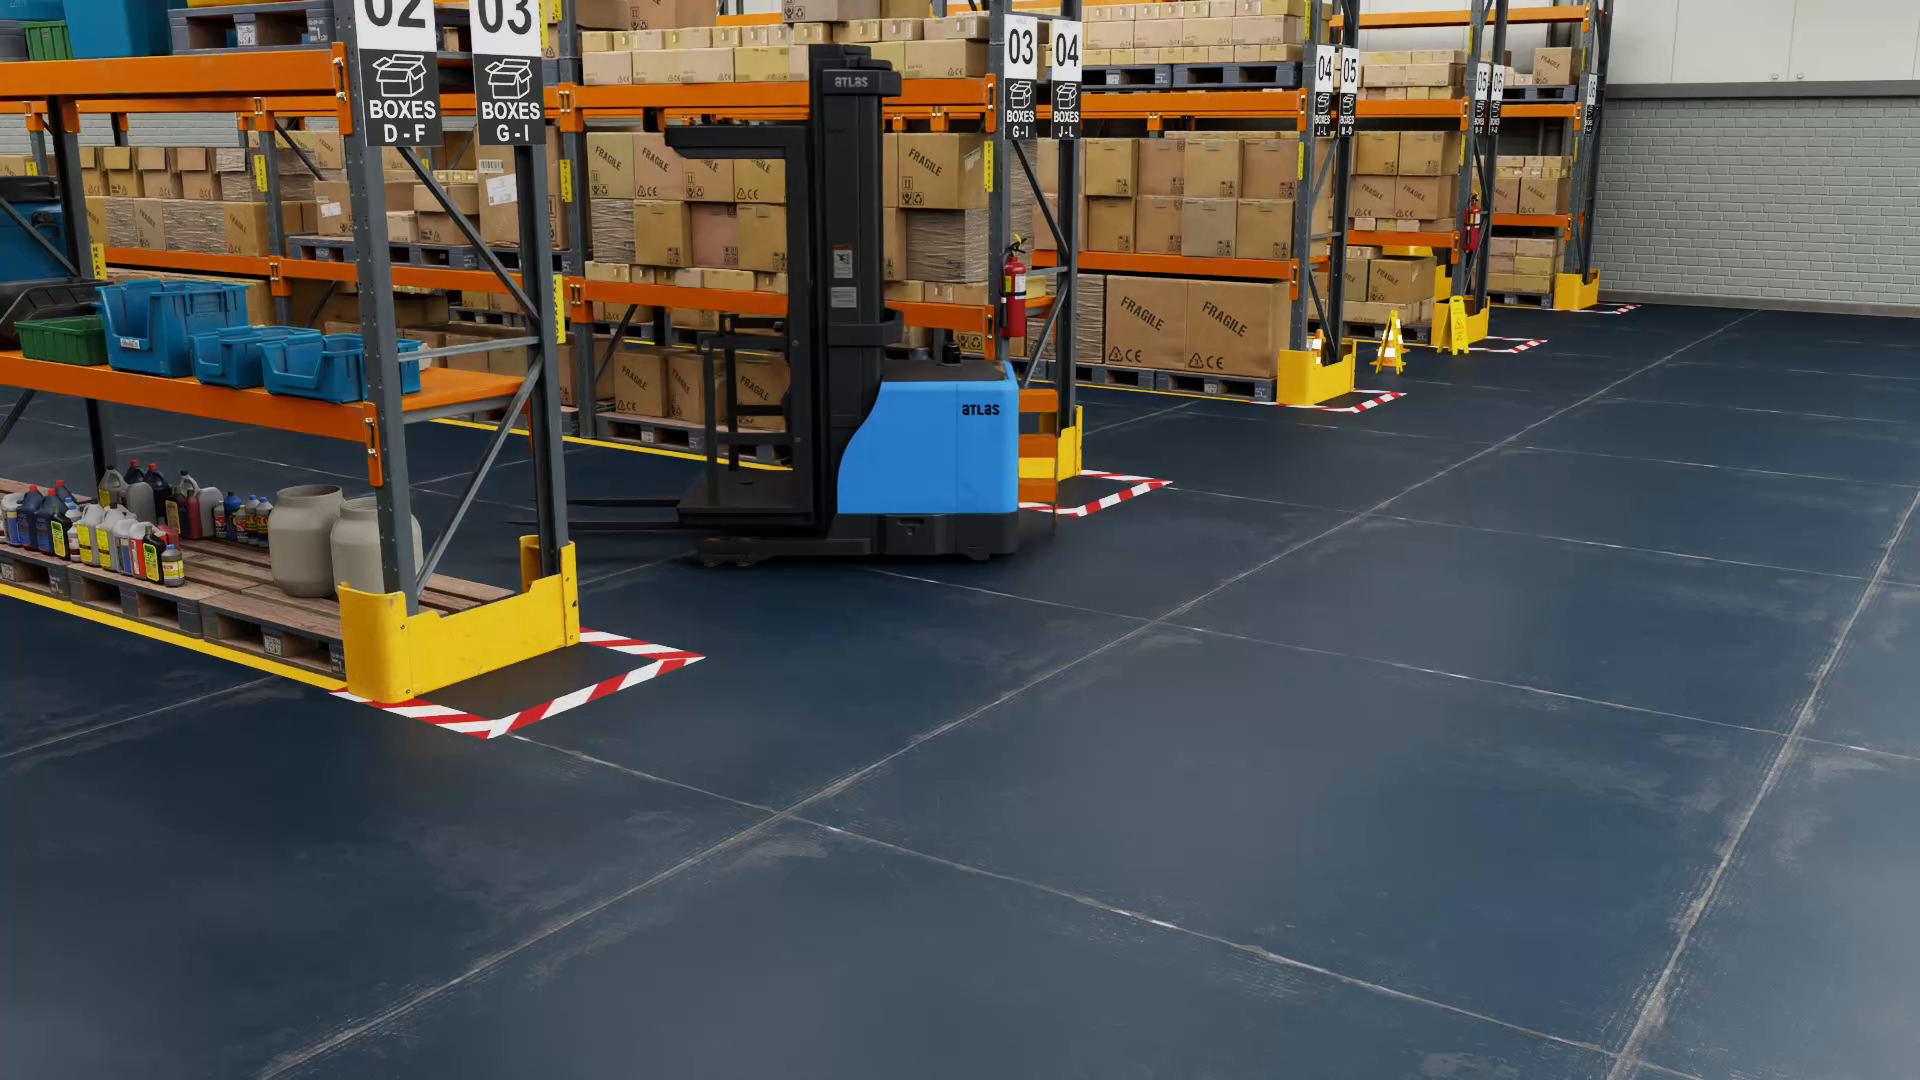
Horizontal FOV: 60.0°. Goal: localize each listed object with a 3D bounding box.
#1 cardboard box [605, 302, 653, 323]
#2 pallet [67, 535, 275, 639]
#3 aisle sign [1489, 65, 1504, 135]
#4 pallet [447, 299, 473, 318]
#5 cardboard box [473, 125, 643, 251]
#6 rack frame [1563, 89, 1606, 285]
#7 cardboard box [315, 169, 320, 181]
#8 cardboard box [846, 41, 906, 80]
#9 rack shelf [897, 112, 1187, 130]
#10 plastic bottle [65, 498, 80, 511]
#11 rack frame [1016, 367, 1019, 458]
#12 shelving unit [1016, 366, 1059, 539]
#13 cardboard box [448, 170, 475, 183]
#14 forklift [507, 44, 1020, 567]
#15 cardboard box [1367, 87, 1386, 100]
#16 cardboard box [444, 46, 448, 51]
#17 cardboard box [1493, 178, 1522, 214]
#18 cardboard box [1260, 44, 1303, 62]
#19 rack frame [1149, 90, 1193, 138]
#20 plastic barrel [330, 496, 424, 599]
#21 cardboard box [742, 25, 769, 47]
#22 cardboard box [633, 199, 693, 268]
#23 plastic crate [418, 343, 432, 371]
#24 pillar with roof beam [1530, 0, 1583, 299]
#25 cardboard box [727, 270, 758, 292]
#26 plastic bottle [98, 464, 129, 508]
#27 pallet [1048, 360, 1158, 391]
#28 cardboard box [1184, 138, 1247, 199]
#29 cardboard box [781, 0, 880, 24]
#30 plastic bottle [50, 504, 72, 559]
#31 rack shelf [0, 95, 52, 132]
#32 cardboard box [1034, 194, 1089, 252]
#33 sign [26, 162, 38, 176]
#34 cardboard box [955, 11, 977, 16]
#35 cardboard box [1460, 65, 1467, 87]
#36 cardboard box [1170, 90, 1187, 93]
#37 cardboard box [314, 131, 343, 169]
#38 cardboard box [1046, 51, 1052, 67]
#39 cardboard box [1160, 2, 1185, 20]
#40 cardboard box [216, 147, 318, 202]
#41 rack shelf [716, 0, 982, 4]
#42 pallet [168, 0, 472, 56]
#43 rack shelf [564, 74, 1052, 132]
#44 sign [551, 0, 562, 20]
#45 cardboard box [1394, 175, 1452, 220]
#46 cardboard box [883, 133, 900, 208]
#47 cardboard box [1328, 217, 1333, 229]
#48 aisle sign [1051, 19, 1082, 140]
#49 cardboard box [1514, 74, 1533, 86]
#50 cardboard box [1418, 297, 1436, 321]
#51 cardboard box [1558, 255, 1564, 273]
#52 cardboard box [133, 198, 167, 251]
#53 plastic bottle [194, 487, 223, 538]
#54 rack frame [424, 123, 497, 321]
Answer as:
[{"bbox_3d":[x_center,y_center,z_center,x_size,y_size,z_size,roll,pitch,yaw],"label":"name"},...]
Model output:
[{"bbox_3d":[-3.962,-2.924,20.219,0.500,0.500,0.500,9,17,33],"label":"cardboard box"},{"bbox_3d":[-4.017,0.218,9.004,1.213,0.211,1.003,9,17,33],"label":"pallet"},{"bbox_3d":[6.271,-5.140,19.435,0.004,0.787,0.394,9,17,33],"label":"aisle sign"},{"bbox_3d":[-7.167,-3.163,22.661,1.213,0.211,1.003,9,17,33],"label":"pallet"},{"bbox_3d":[-3.385,-3.015,14.136,1.000,1.000,1.000,9,17,33],"label":"cardboard box"},{"bbox_3d":[8.814,-4.815,23.531,0.127,3.000,1.000,9,17,33],"label":"rack frame"},{"bbox_3d":[-8.833,-4.913,23.099,0.500,0.500,0.500,9,17,34],"label":"cardboard box"},{"bbox_3d":[-0.442,-3.312,11.531,0.500,0.250,0.500,9,17,33],"label":"cardboard box"},{"bbox_3d":[1.068,-5.736,22.507,4.000,0.370,1.077,9,17,33],"label":"rack shelf"},{"bbox_3d":[-4.942,-0.100,9.249,0.097,0.271,0.097,0,14,0],"label":"plastic bottle"},{"bbox_3d":[0.354,-0.539,10.318,0.008,1.050,0.200,0,14,-1],"label":"rack frame"},{"bbox_3d":[0.476,-0.540,10.319,0.252,1.050,0.215,0,14,-1],"label":"shelving unit"},{"bbox_3d":[-6.285,-4.623,21.168,0.250,0.149,0.380,10,17,34],"label":"cardboard box"},{"bbox_3d":[-1.169,-1.395,9.861,3.031,2.935,1.130,0,14,-1],"label":"forklift"},{"bbox_3d":[4.995,-5.267,19.639,0.250,0.149,0.380,9,17,33],"label":"cardboard box"},{"bbox_3d":[-4.415,-4.163,14.268,0.250,0.166,0.380,9,16,31],"label":"cardboard box"},{"bbox_3d":[7.833,-4.948,23.863,0.500,0.500,0.500,10,17,35],"label":"cardboard box"},{"bbox_3d":[2.903,-4.388,15.004,0.250,0.149,0.380,9,17,33],"label":"cardboard box"},{"bbox_3d":[2.727,-4.361,21.698,0.127,3.000,1.000,9,17,33],"label":"rack frame"},{"bbox_3d":[-2.837,0.070,8.103,0.421,0.512,0.421,0,14,0],"label":"plastic barrel"},{"bbox_3d":[-1.370,-3.662,12.113,0.250,0.149,0.380,10,17,34],"label":"cardboard box"},{"bbox_3d":[-2.069,-2.431,13.075,0.500,0.500,0.875,9,17,33],"label":"cardboard box"},{"bbox_3d":[-2.812,-0.917,8.335,0.250,0.136,0.298,9,17,33],"label":"plastic crate"},{"bbox_3d":[6.336,-7.142,20.446,0.400,9.000,9.100,9,17,33],"label":"pillar with roof beam"},{"bbox_3d":[-1.541,-1.976,12.585,0.250,0.149,0.380,9,17,33],"label":"cardboard box"},{"bbox_3d":[-4.953,-0.268,9.759,0.185,0.351,0.144,9,17,33],"label":"plastic bottle"},{"bbox_3d":[1.652,-1.726,16.856,1.213,0.211,1.003,9,17,33],"label":"pallet"},{"bbox_3d":[2.574,-3.534,15.797,0.550,0.550,0.875,9,17,33],"label":"cardboard box"},{"bbox_3d":[-0.912,-3.898,11.716,0.500,0.500,0.500,9,17,33],"label":"cardboard box"},{"bbox_3d":[-4.859,-0.046,9.003,0.133,0.283,0.061,10,17,35],"label":"plastic bottle"},{"bbox_3d":[-7.227,-2.773,10.536,4.000,0.370,1.077,9,17,33],"label":"rack shelf"},{"bbox_3d":[1.213,-3.221,16.781,0.550,0.550,0.875,9,17,33],"label":"cardboard box"},{"bbox_3d":[-9.750,-3.806,17.488,0.005,0.325,0.100,9,17,33],"label":"sign"},{"bbox_3d":[0.161,-5.217,16.697,0.250,0.149,0.380,9,17,33],"label":"cardboard box"},{"bbox_3d":[5.778,-5.473,19.640,0.500,0.250,0.500,9,16,32],"label":"cardboard box"},{"bbox_3d":[2.850,-5.604,20.997,0.250,0.149,0.380,9,16,32],"label":"cardboard box"},{"bbox_3d":[-8.418,-5.327,22.691,0.500,0.500,0.500,9,16,31],"label":"cardboard box"},{"bbox_3d":[1.006,-4.694,16.243,0.250,0.149,0.380,9,16,32],"label":"cardboard box"},{"bbox_3d":[2.058,-4.911,15.460,0.250,0.149,0.380,9,17,33],"label":"cardboard box"},{"bbox_3d":[-6.720,-3.558,16.159,0.637,0.503,0.797,10,17,35],"label":"cardboard box"},{"bbox_3d":[-1.611,-5.997,18.153,4.000,0.370,1.077,9,17,33],"label":"rack shelf"},{"bbox_3d":[-2.880,-2.356,7.749,1.213,0.211,1.003,9,17,33],"label":"pallet"},{"bbox_3d":[-1.144,-3.224,12.358,4.000,0.370,1.077,9,17,33],"label":"rack shelf"},{"bbox_3d":[-3.110,-4.172,12.797,0.005,0.325,0.100,9,17,33],"label":"sign"},{"bbox_3d":[5.442,-4.035,19.555,0.500,0.500,0.500,9,16,32],"label":"cardboard box"},{"bbox_3d":[-0.497,-2.617,11.746,0.500,0.500,0.500,9,17,33],"label":"cardboard box"},{"bbox_3d":[4.516,-3.868,20.228,0.250,0.149,0.380,9,17,32],"label":"cardboard box"},{"bbox_3d":[0.735,-3.162,11.444,0.004,0.787,0.394,9,17,33],"label":"aisle sign"},{"bbox_3d":[7.957,-6.452,23.343,0.250,0.149,0.380,9,16,31],"label":"cardboard box"},{"bbox_3d":[5.531,-2.857,20.471,0.500,0.250,0.500,9,17,32],"label":"cardboard box"},{"bbox_3d":[8.539,-4.031,24.173,0.500,0.250,0.500,10,17,34],"label":"cardboard box"},{"bbox_3d":[-7.935,-3.192,16.768,0.500,0.500,0.500,10,17,34],"label":"cardboard box"},{"bbox_3d":[-4.313,-0.168,9.514,0.135,0.276,0.152,10,17,34],"label":"plastic bottle"},{"bbox_3d":[-6.590,-4.433,21.990,0.127,3.000,1.000,9,17,33],"label":"rack frame"}]
